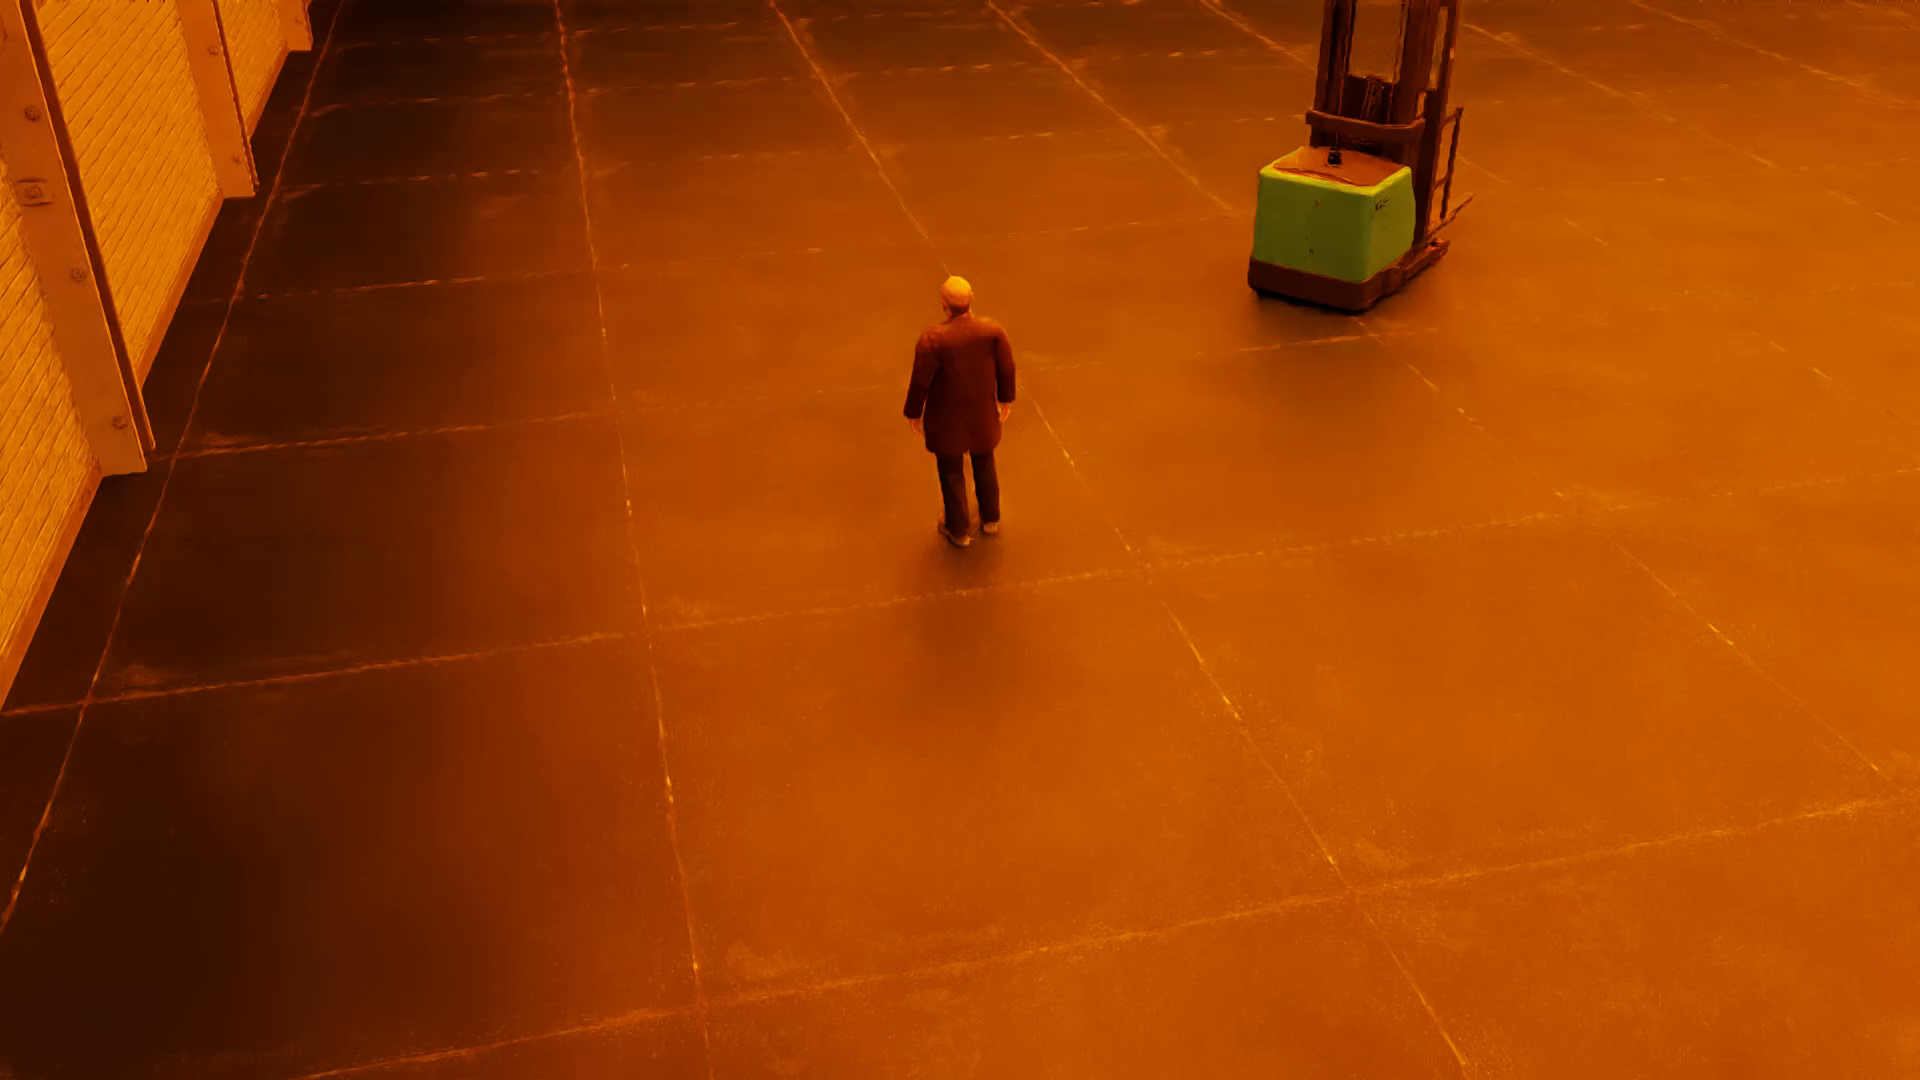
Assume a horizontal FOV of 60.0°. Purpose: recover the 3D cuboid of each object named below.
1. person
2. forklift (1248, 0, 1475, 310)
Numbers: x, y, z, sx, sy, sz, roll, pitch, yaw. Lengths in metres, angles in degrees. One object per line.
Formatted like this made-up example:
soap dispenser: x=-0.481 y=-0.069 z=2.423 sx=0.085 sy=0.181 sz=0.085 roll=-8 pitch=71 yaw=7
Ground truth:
person: x=-0.017 y=-0.821 z=10.129 sx=0.694 sy=1.776 sz=0.580 roll=-7 pitch=31 yaw=-12
forklift: x=3.711 y=-3.837 z=14.203 sx=1.130 sy=2.935 sz=3.031 roll=20 pitch=35 yaw=30
